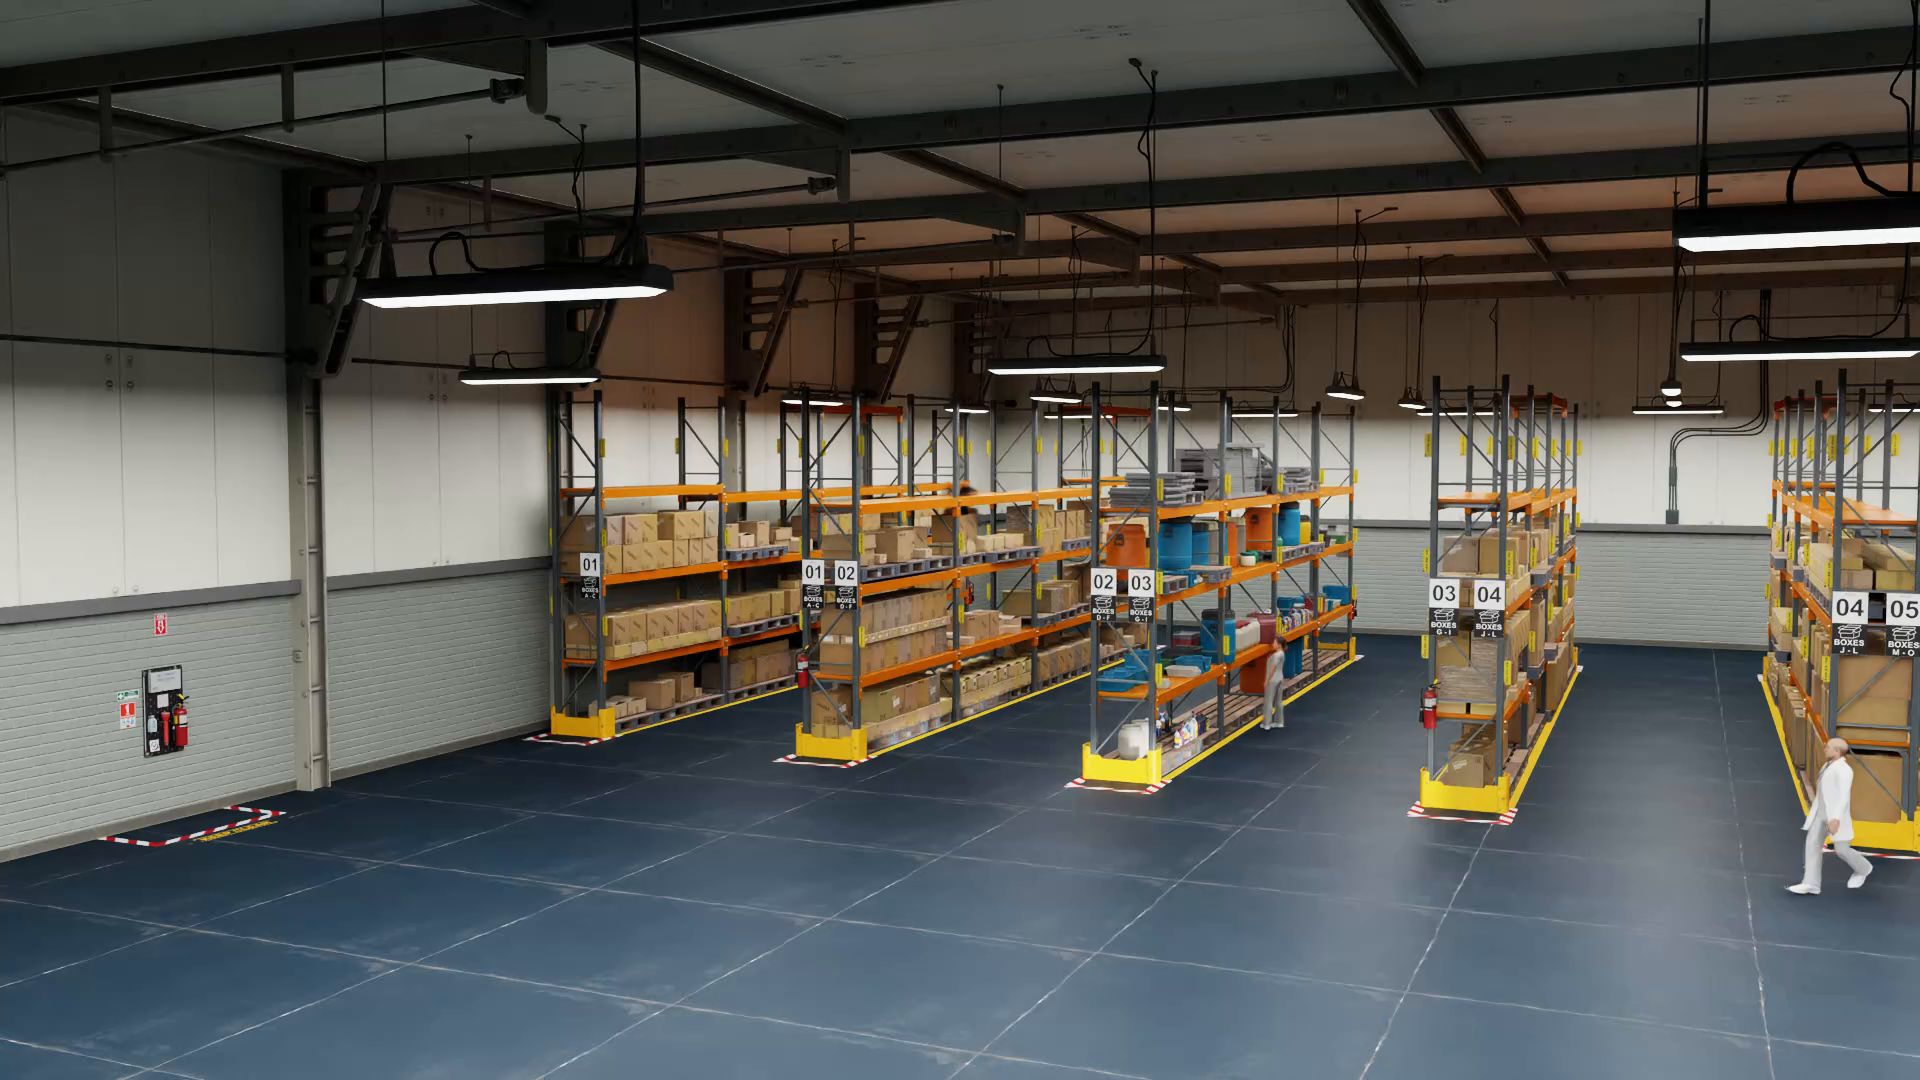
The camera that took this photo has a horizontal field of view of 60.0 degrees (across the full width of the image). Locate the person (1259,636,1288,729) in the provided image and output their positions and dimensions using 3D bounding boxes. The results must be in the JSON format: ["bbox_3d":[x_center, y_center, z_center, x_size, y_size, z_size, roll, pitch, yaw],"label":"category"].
[{"bbox_3d":[5.574,2.538,29.617,0.463,1.668,0.513,2,4,37],"label":"person"}]

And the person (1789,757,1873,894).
[{"bbox_3d":[9.823,3.194,18.670,0.996,1.551,0.538,-2,4,-27],"label":"person"}]
